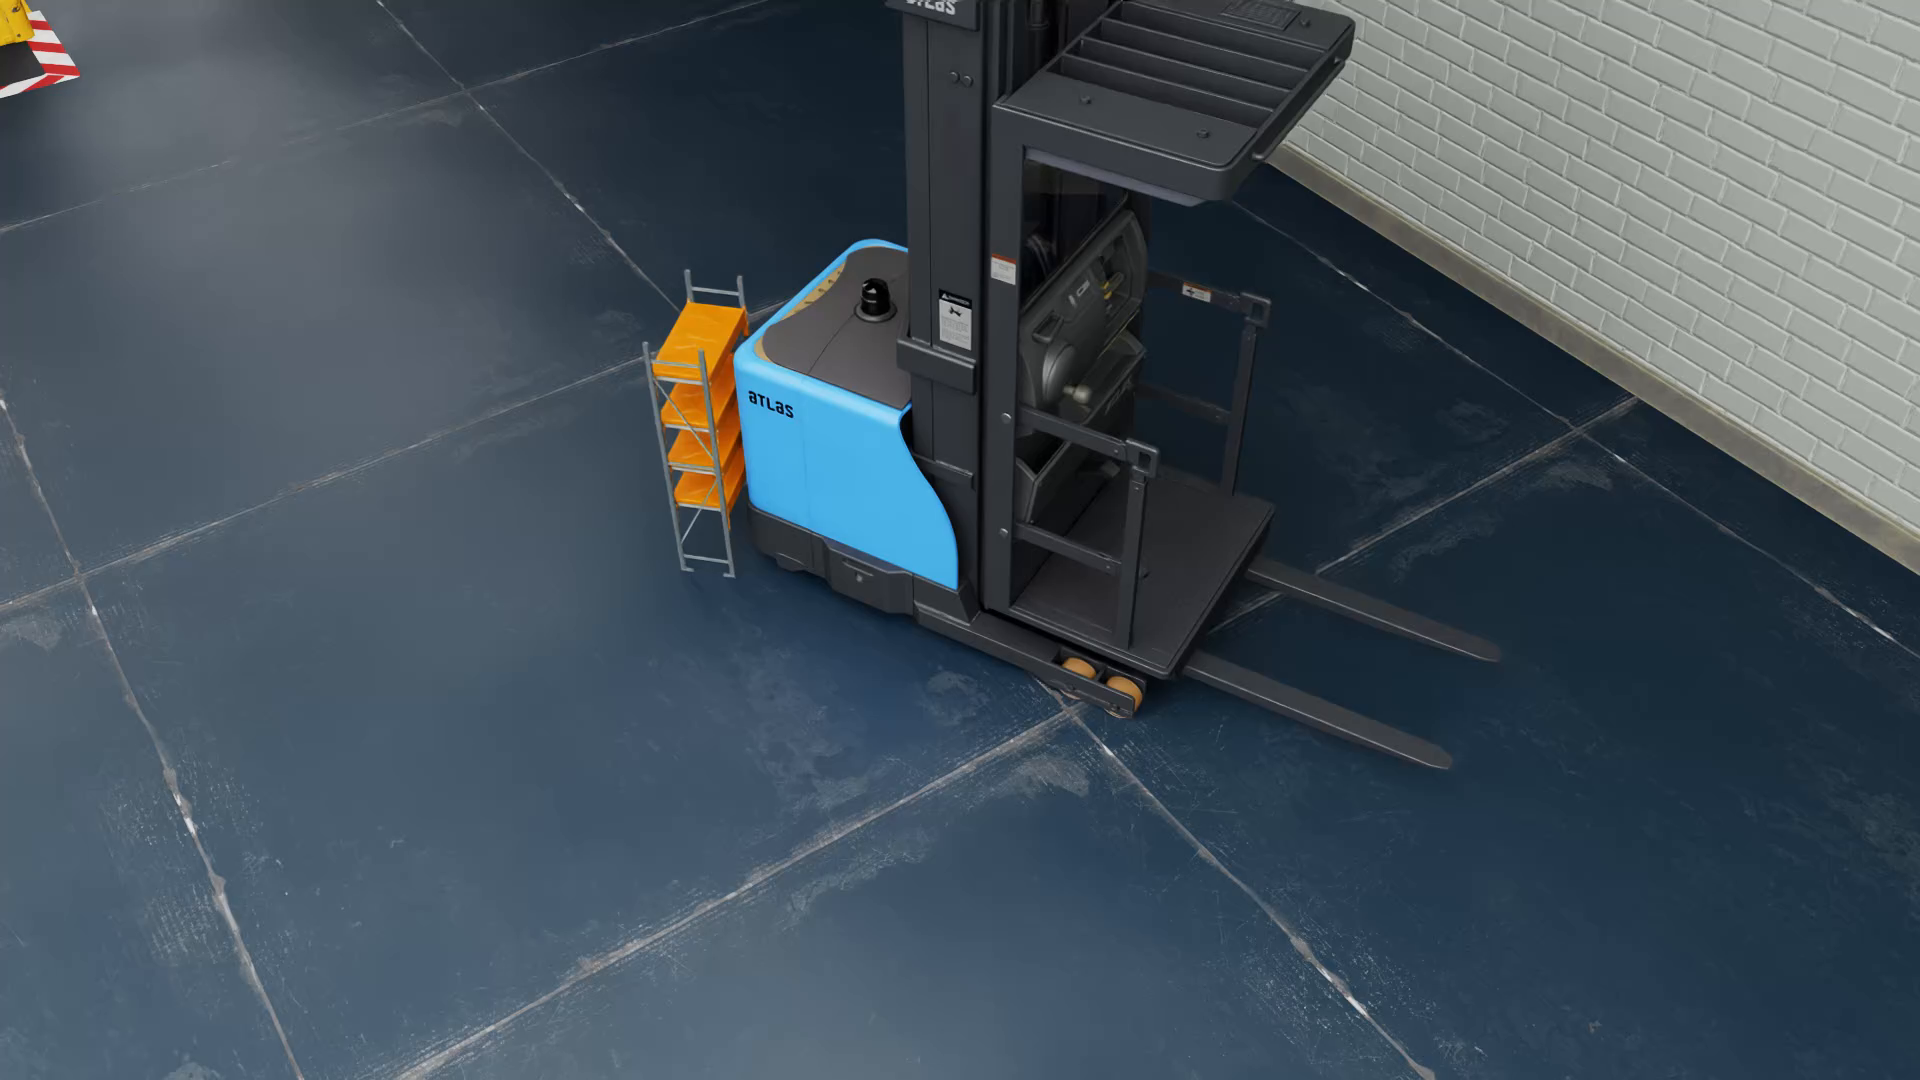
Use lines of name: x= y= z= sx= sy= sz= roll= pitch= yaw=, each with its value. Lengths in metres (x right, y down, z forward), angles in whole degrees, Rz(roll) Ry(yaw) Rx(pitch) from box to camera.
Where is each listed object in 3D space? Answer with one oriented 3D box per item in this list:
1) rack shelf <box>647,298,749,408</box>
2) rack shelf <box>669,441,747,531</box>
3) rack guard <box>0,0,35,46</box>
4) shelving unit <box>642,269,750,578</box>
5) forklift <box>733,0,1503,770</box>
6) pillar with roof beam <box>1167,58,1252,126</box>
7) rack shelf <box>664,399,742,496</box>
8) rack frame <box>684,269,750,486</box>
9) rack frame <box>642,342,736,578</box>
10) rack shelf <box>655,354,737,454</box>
rack shelf: x=-1.030 y=-0.744 z=6.581 sx=0.258 sy=0.148 sz=0.480 roll=8 pitch=44 yaw=9
rack shelf: x=-1.025 y=-0.267 z=7.035 sx=0.258 sy=0.148 sz=0.480 roll=8 pitch=44 yaw=9
rack guard: x=-6.459 y=-3.249 z=10.282 sx=1.175 sy=0.500 sz=0.348 roll=-26 pitch=49 yaw=-24
shelving unit: x=-1.027 y=-0.460 z=6.852 sx=0.258 sy=1.200 sz=0.503 roll=8 pitch=44 yaw=9
forklift: x=0.633 y=-0.786 z=5.942 sx=3.031 sy=2.935 sz=1.130 roll=22 pitch=48 yaw=21
pillar with roof beam: x=-2.104 y=-3.894 z=4.803 sx=9.100 sy=9.000 sz=0.400 roll=-26 pitch=49 yaw=-24
rack shelf: x=-1.026 y=-0.411 z=6.898 sx=0.258 sy=0.148 sz=0.480 roll=8 pitch=44 yaw=9
rack frame: x=-0.976 y=-0.625 z=7.025 sx=0.240 sy=1.200 sz=0.015 roll=8 pitch=44 yaw=9
rack frame: x=-1.077 y=-0.295 z=6.679 sx=0.240 sy=1.200 sz=0.015 roll=8 pitch=44 yaw=9
rack shelf: x=-1.028 y=-0.573 z=6.744 sx=0.258 sy=0.148 sz=0.480 roll=8 pitch=44 yaw=9
